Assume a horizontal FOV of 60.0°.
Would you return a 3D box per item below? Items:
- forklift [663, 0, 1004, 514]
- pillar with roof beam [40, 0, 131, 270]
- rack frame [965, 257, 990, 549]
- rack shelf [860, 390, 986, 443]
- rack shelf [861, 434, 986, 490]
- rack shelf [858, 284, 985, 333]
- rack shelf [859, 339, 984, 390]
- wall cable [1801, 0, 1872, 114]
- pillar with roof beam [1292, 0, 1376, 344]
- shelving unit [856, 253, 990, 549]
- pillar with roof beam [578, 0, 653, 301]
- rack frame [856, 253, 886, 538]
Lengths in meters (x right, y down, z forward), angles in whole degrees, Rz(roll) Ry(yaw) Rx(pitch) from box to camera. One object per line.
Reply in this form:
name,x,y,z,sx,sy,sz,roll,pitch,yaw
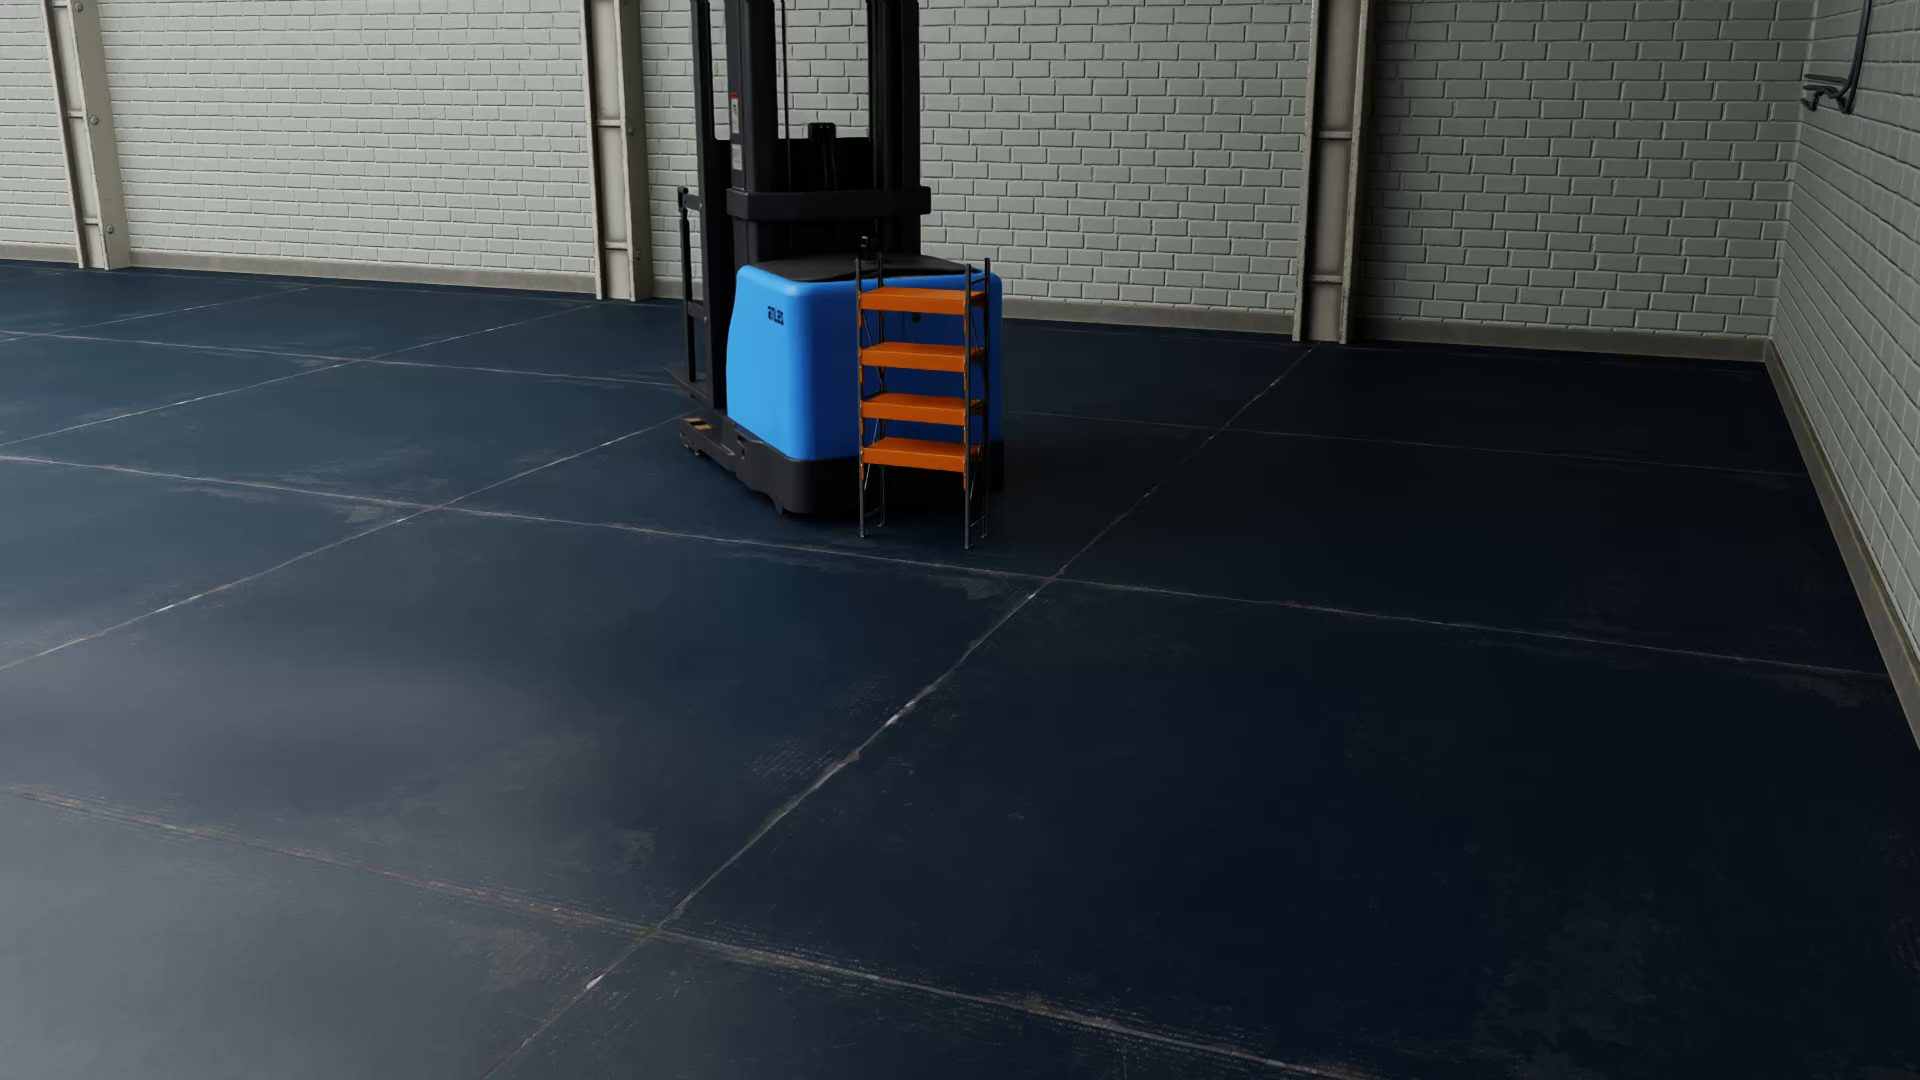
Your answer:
forklift,-0.855,-1.888,8.419,1.130,2.935,3.031,-7,18,-23
pillar with roof beam,-10.059,-5.918,11.418,0.400,9.000,9.100,6,17,21
rack frame,0.073,-0.568,6.979,0.015,1.200,0.240,6,17,21
rack shelf,-0.154,-0.529,7.083,0.480,0.148,0.258,6,17,21
rack shelf,-0.154,-0.338,7.139,0.480,0.148,0.258,6,17,21
rack shelf,-0.154,-0.971,6.955,0.480,0.148,0.258,6,17,21
rack shelf,-0.154,-0.743,7.021,0.480,0.148,0.258,6,17,21
wall cable,4.939,-3.671,9.249,0.112,2.526,3.097,6,17,21
pillar with roof beam,1.105,-4.690,7.189,0.400,9.000,9.100,6,17,21
shelving unit,-0.154,-0.593,7.065,0.503,1.200,0.258,6,17,21
pillar with roof beam,-4.477,-5.304,9.304,0.400,9.000,9.100,6,17,21
rack frame,-0.381,-0.618,7.151,0.015,1.200,0.240,6,17,21
